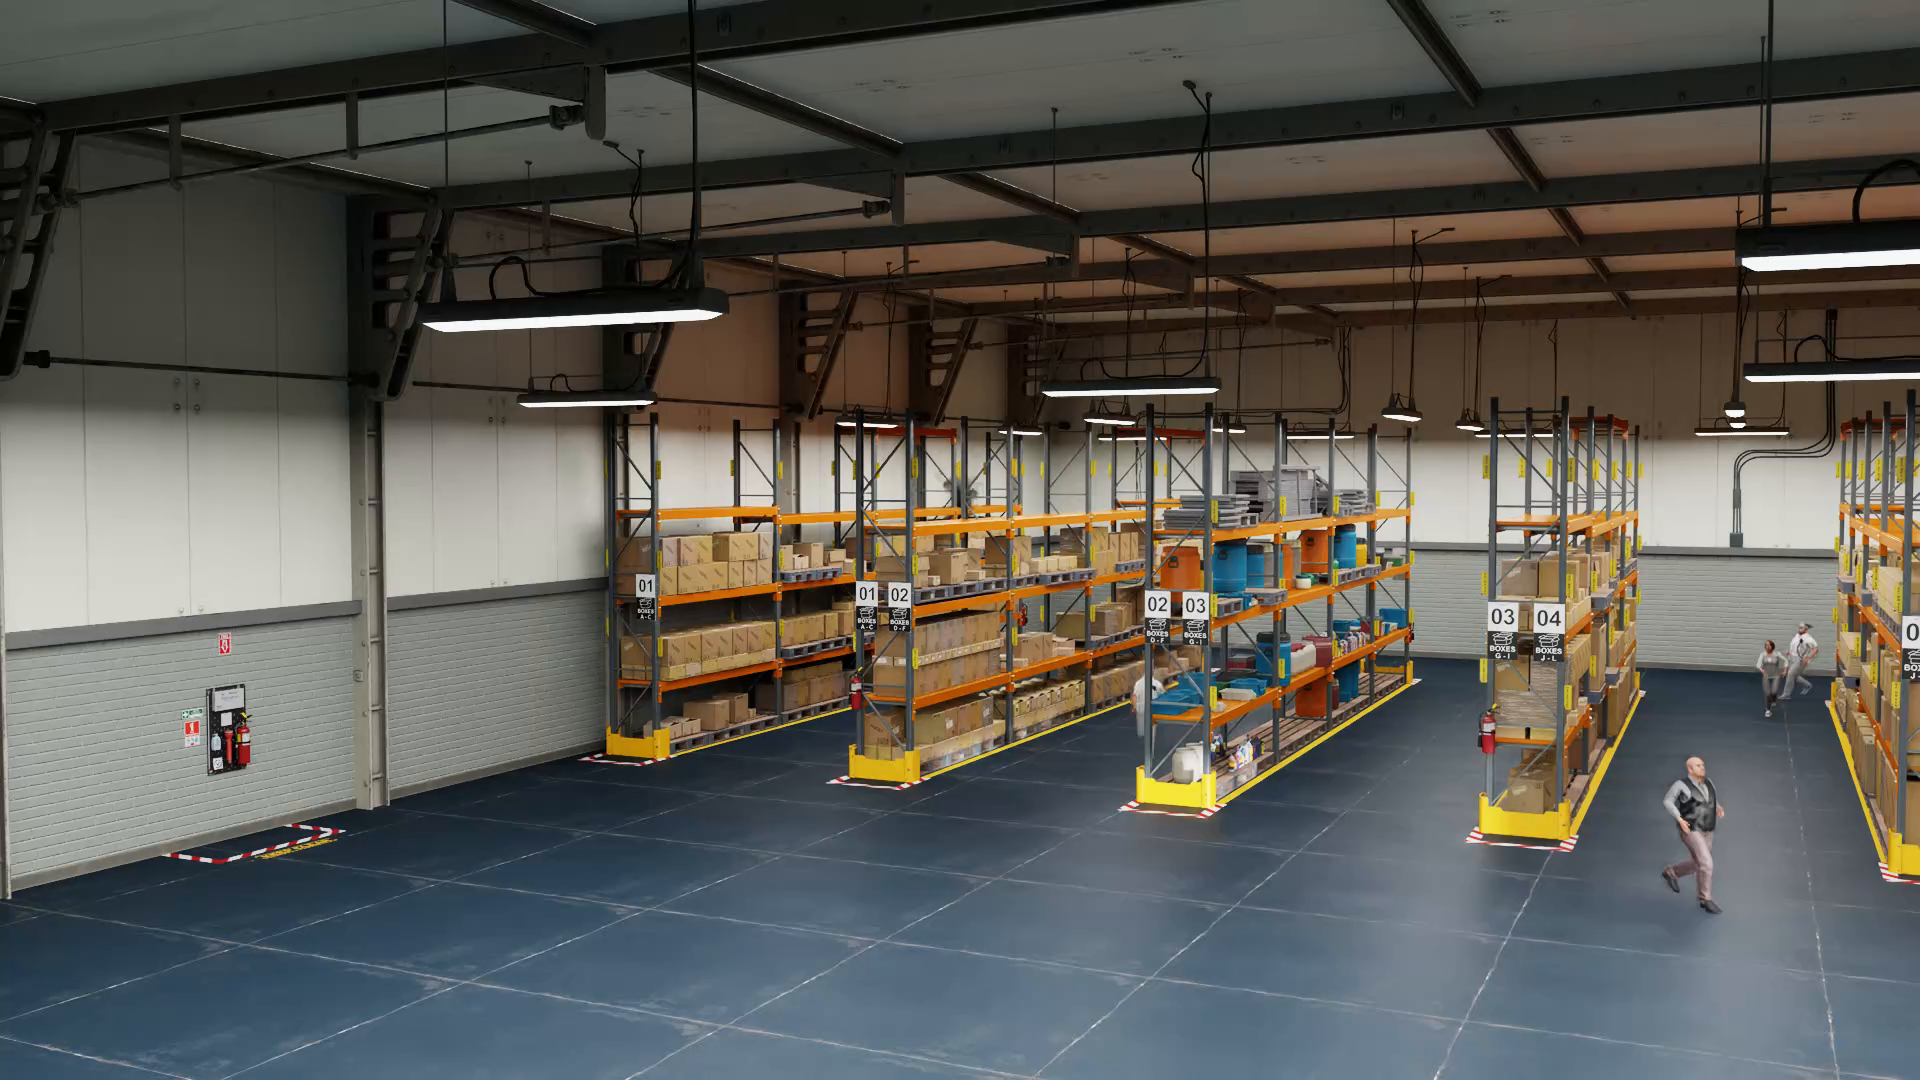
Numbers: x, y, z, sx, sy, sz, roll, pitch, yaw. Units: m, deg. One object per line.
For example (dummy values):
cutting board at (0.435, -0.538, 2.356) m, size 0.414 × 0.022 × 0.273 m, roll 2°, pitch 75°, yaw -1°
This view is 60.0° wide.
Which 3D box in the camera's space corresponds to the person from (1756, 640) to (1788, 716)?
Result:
person at (16.428, 2.812, 33.669) m, size 0.570 × 1.557 × 0.633 m, roll 2°, pitch 3°, yaw 34°

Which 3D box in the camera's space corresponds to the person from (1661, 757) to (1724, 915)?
person at (8.427, 3.346, 19.088) m, size 0.653 × 1.729 × 0.850 m, roll -1°, pitch 3°, yaw -25°

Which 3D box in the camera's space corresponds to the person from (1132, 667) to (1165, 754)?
person at (3.285, 2.986, 28.955) m, size 0.578 × 1.619 × 0.563 m, roll 1°, pitch 3°, yaw 17°

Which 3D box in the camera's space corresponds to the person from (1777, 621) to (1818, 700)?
person at (18.208, 2.612, 36.059) m, size 0.900 × 1.731 × 0.721 m, roll 0°, pitch 2°, yaw -5°
